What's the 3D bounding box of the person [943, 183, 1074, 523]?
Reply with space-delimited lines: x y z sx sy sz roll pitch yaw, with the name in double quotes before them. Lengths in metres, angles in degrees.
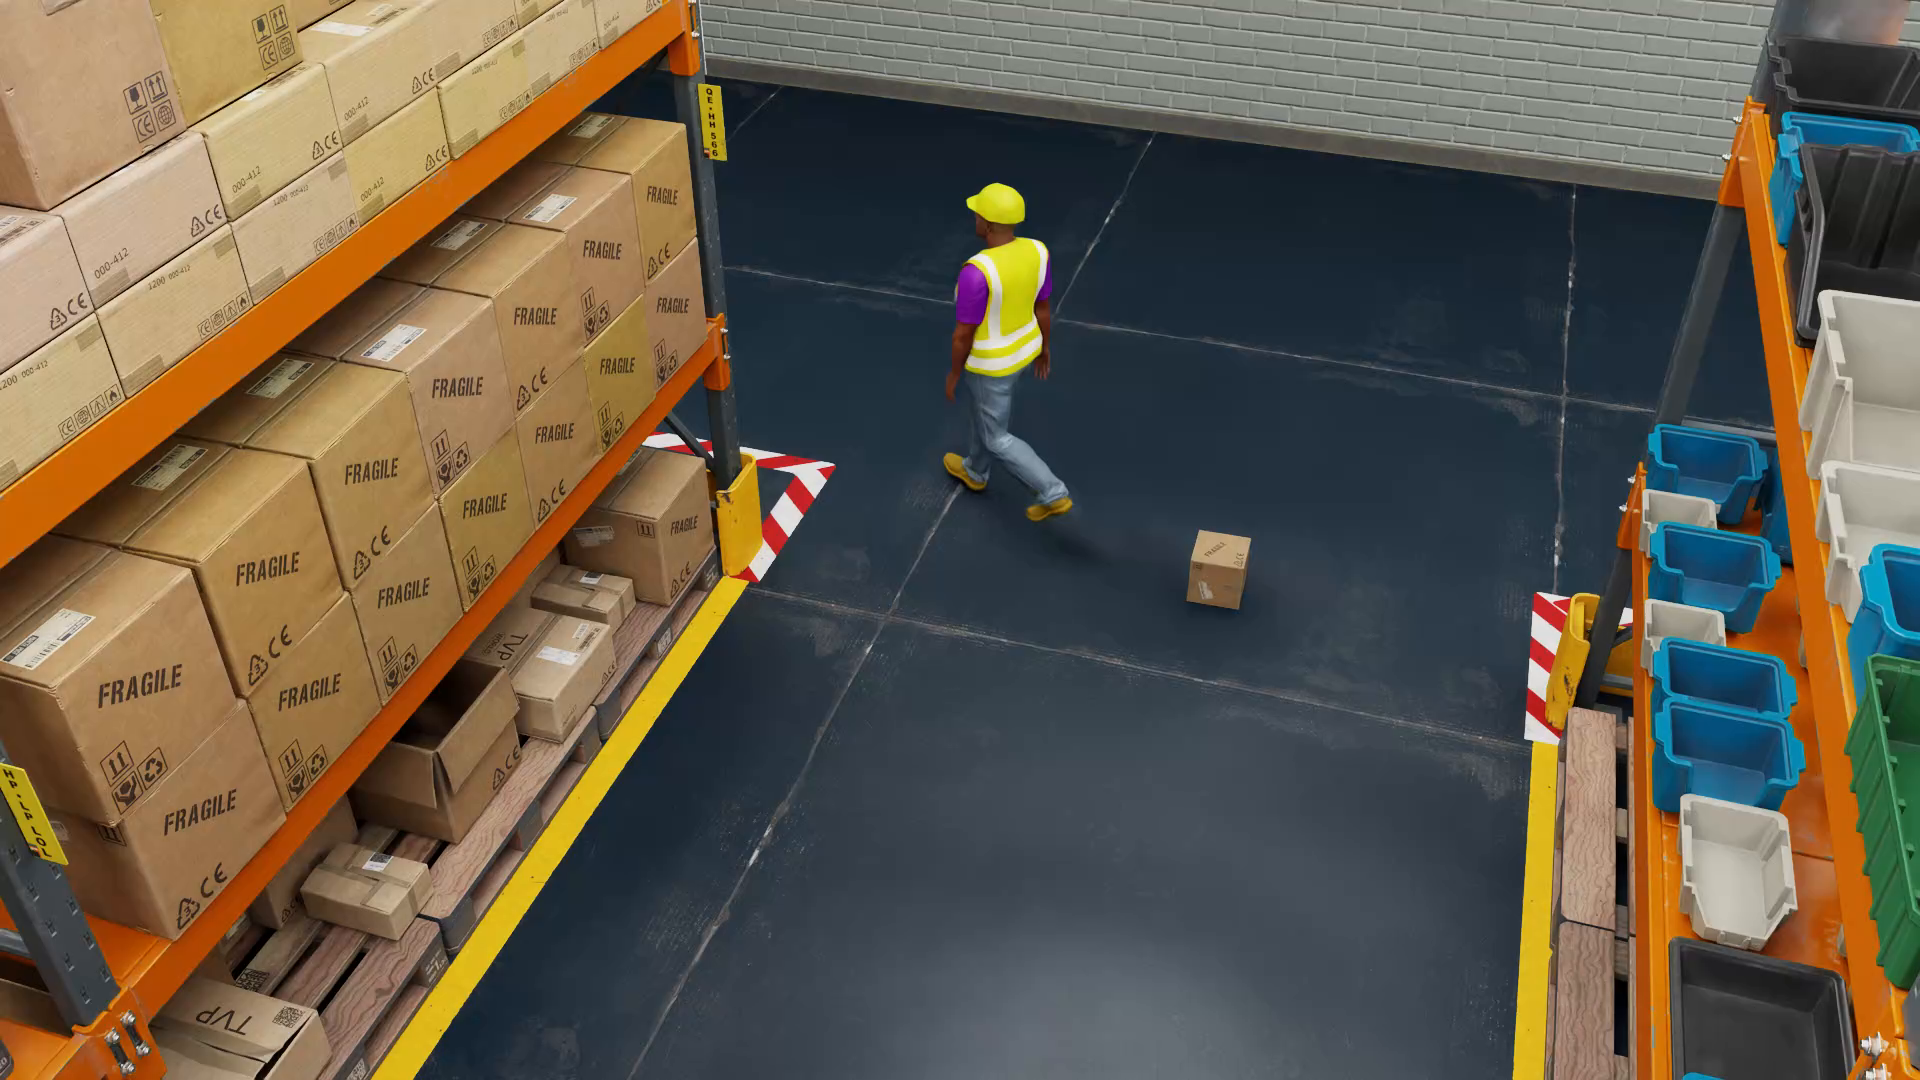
"person" -0.660 3.824 1.764 9.795 1.738 13.610 27 45 31
